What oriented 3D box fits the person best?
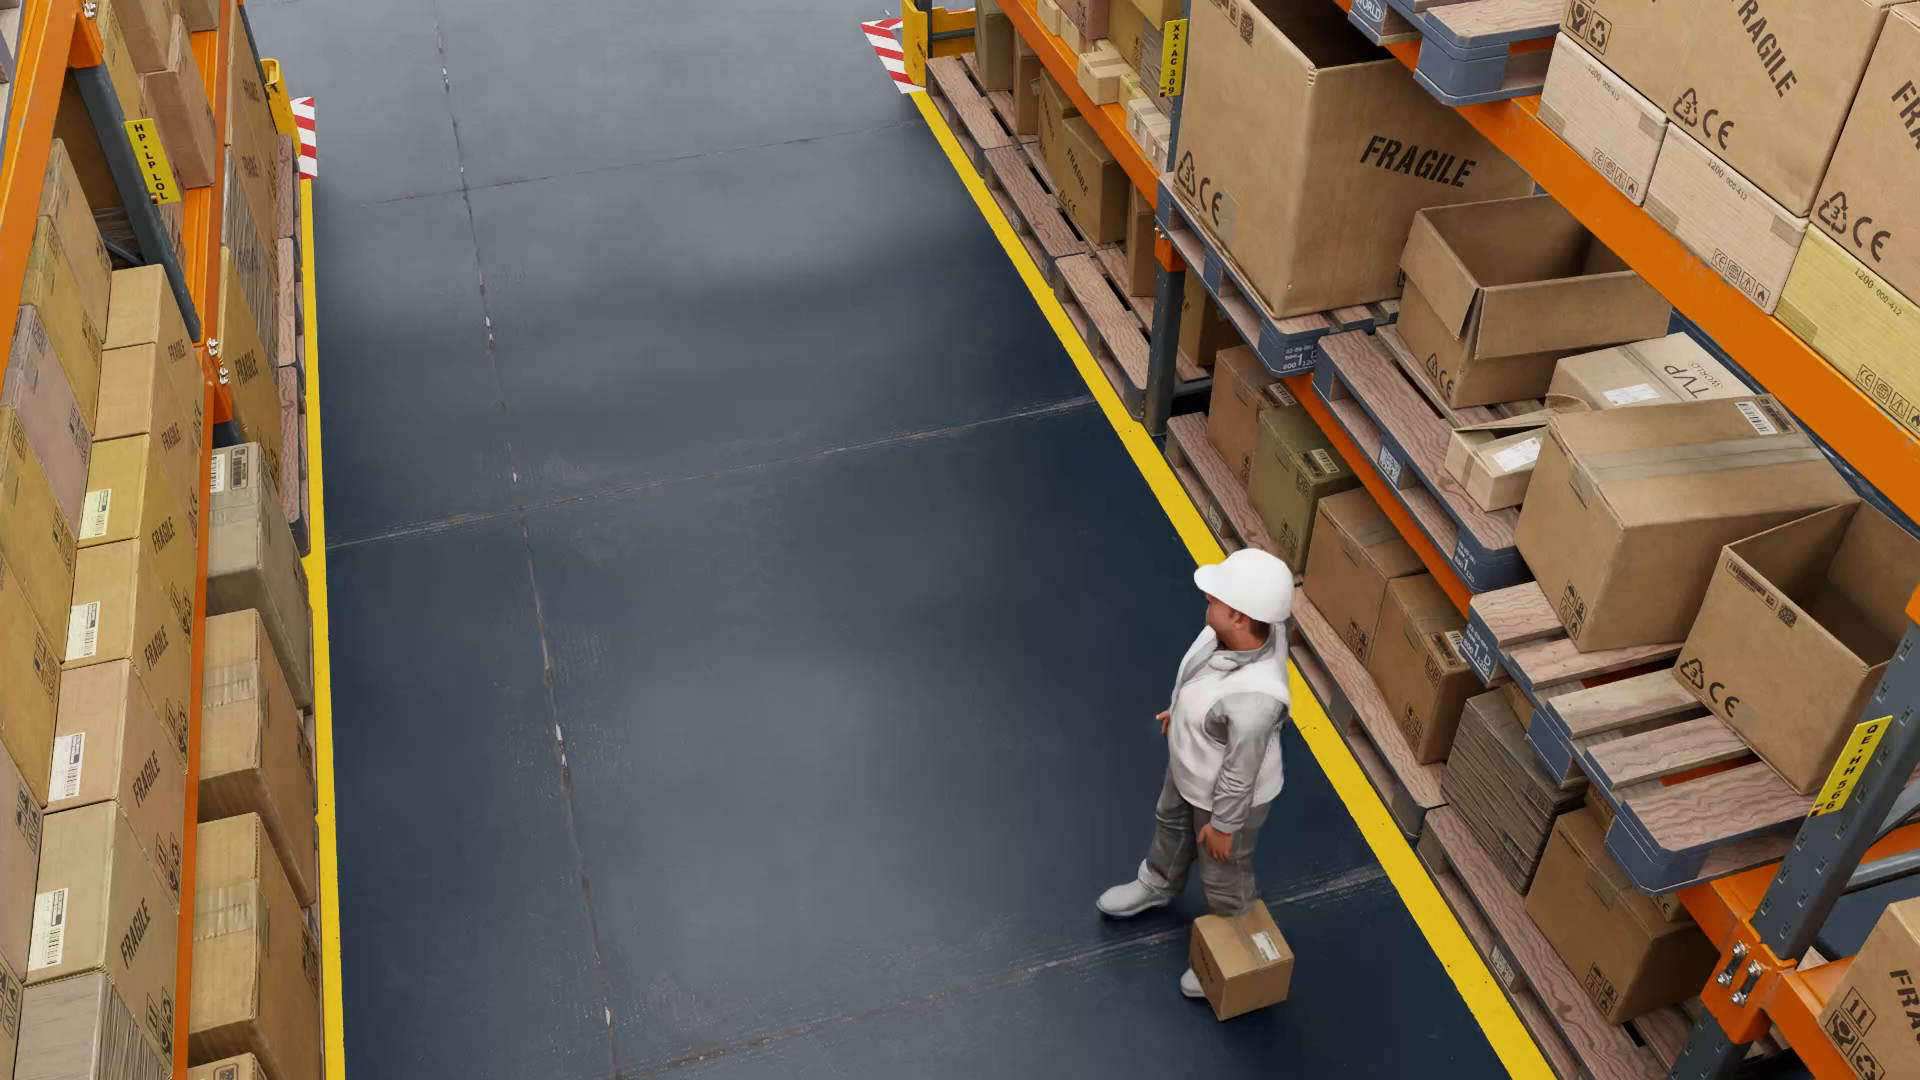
[{"bbox_3d":[0.773,0.686,5.345,0.601,1.768,0.609,13,44,14],"label":"person"}]
